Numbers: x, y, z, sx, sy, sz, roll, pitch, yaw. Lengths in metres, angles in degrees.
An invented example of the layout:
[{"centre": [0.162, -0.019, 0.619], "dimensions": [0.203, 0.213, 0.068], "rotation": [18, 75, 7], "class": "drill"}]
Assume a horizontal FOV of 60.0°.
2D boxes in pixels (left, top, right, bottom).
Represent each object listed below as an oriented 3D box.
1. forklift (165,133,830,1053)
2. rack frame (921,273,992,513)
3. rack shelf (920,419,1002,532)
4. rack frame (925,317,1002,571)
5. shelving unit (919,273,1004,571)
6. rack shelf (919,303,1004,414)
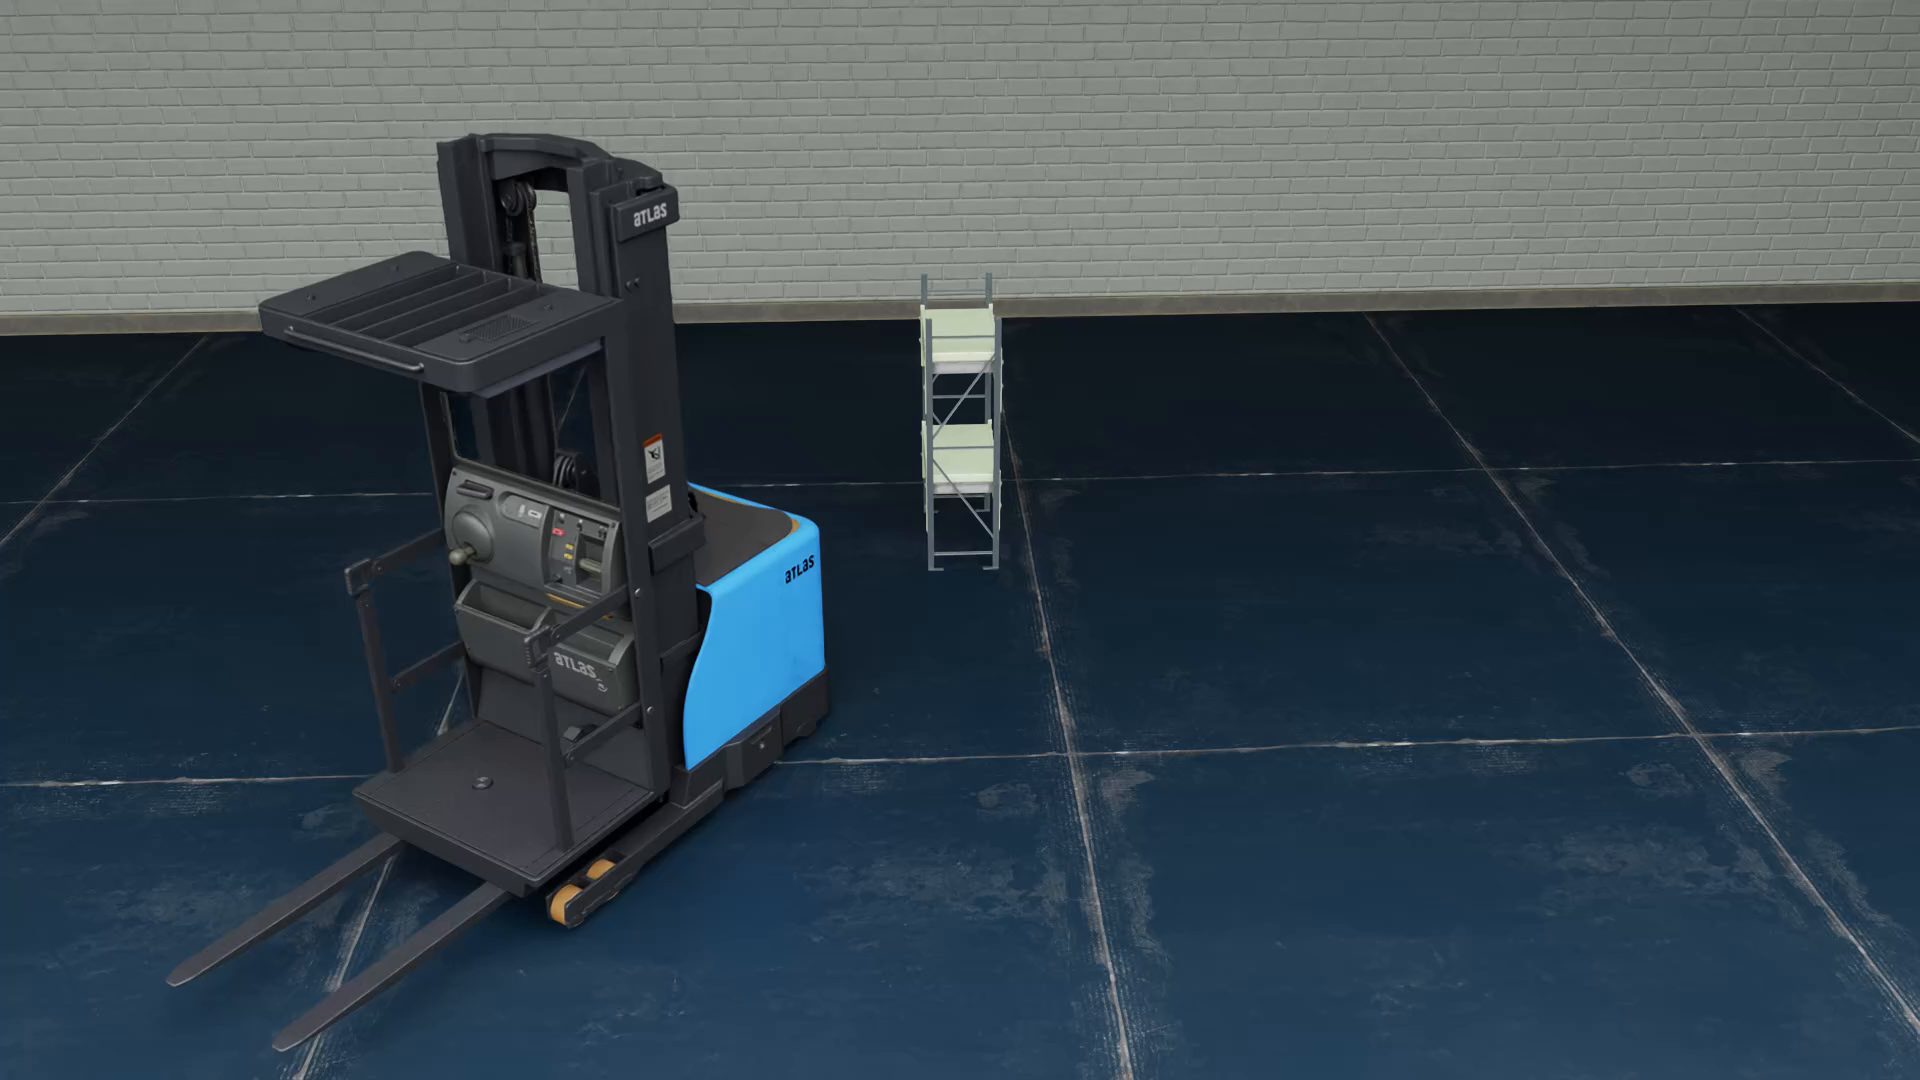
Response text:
[{"centre": [-1.844, 0.020, 6.542], "dimensions": [1.130, 2.935, 3.031], "rotation": [16, 32, 28], "class": "forklift"}, {"centre": [-0.019, -0.837, 9.733], "dimensions": [0.400, 1.500, 0.023], "rotation": [-1, 28, -3], "class": "rack frame"}, {"centre": [0.000, -0.379, 9.560], "dimensions": [0.431, 0.370, 0.720], "rotation": [-1, 28, -3], "class": "rack shelf"}, {"centre": [0.019, -0.499, 9.085], "dimensions": [0.400, 1.500, 0.023], "rotation": [-1, 28, -3], "class": "rack frame"}, {"centre": [0.000, -0.668, 9.409], "dimensions": [0.431, 1.500, 0.755], "rotation": [-1, 28, -3], "class": "shelving unit"}, {"centre": [0.000, -1.014, 9.229], "dimensions": [0.431, 0.370, 0.720], "rotation": [-1, 28, -3], "class": "rack shelf"}]
